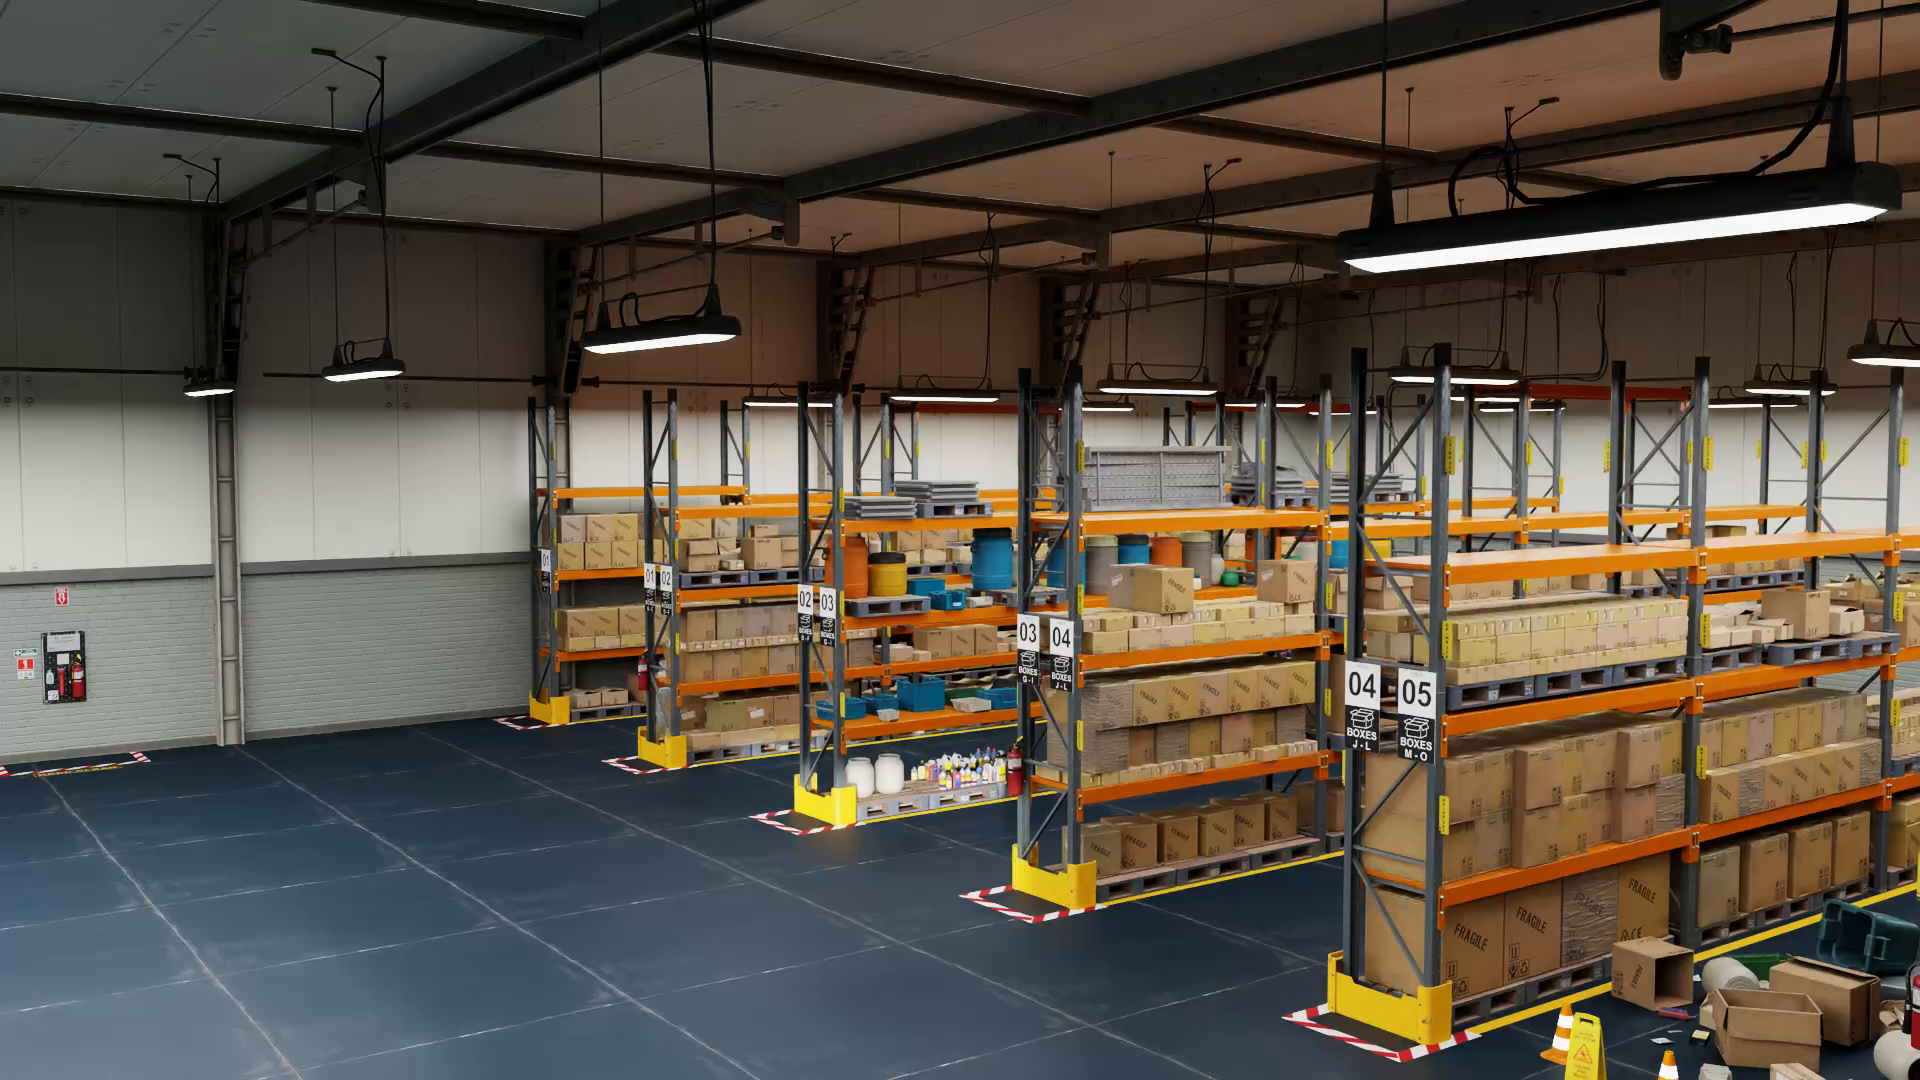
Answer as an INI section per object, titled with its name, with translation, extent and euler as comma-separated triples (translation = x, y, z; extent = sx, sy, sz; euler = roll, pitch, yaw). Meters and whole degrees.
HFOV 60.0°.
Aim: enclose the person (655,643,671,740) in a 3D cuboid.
[person]
translation = -5.086, 2.641, 28.705
extent = 0.577, 1.719, 0.334
euler = -3, 4, -39
